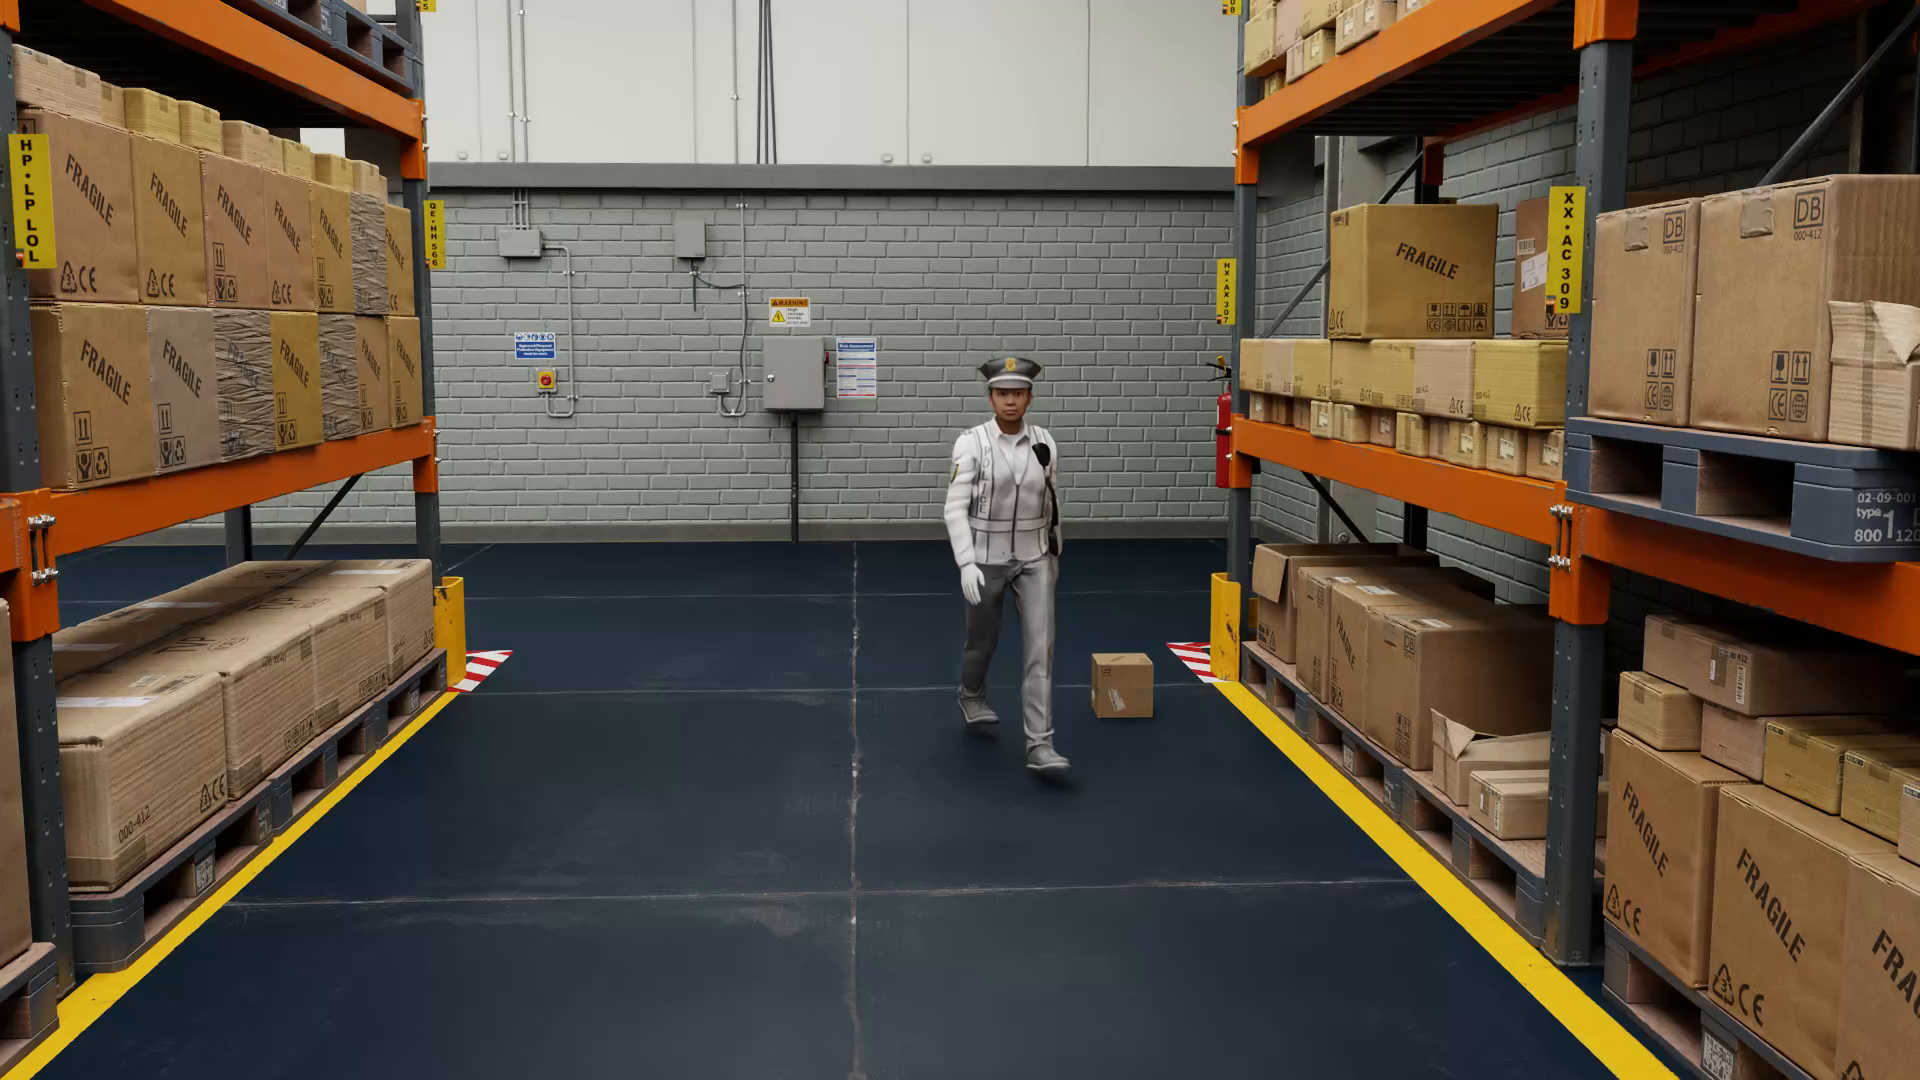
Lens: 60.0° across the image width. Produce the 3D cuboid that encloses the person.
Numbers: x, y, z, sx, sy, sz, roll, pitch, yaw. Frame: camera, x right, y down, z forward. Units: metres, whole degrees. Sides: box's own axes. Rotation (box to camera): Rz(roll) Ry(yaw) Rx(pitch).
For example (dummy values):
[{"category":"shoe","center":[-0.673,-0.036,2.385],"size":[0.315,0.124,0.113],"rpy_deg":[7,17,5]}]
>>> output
[{"category":"person","center":[0.184,0.070,6.683],"size":[0.523,1.619,1.085],"rpy_deg":[-1,7,-7]}]
